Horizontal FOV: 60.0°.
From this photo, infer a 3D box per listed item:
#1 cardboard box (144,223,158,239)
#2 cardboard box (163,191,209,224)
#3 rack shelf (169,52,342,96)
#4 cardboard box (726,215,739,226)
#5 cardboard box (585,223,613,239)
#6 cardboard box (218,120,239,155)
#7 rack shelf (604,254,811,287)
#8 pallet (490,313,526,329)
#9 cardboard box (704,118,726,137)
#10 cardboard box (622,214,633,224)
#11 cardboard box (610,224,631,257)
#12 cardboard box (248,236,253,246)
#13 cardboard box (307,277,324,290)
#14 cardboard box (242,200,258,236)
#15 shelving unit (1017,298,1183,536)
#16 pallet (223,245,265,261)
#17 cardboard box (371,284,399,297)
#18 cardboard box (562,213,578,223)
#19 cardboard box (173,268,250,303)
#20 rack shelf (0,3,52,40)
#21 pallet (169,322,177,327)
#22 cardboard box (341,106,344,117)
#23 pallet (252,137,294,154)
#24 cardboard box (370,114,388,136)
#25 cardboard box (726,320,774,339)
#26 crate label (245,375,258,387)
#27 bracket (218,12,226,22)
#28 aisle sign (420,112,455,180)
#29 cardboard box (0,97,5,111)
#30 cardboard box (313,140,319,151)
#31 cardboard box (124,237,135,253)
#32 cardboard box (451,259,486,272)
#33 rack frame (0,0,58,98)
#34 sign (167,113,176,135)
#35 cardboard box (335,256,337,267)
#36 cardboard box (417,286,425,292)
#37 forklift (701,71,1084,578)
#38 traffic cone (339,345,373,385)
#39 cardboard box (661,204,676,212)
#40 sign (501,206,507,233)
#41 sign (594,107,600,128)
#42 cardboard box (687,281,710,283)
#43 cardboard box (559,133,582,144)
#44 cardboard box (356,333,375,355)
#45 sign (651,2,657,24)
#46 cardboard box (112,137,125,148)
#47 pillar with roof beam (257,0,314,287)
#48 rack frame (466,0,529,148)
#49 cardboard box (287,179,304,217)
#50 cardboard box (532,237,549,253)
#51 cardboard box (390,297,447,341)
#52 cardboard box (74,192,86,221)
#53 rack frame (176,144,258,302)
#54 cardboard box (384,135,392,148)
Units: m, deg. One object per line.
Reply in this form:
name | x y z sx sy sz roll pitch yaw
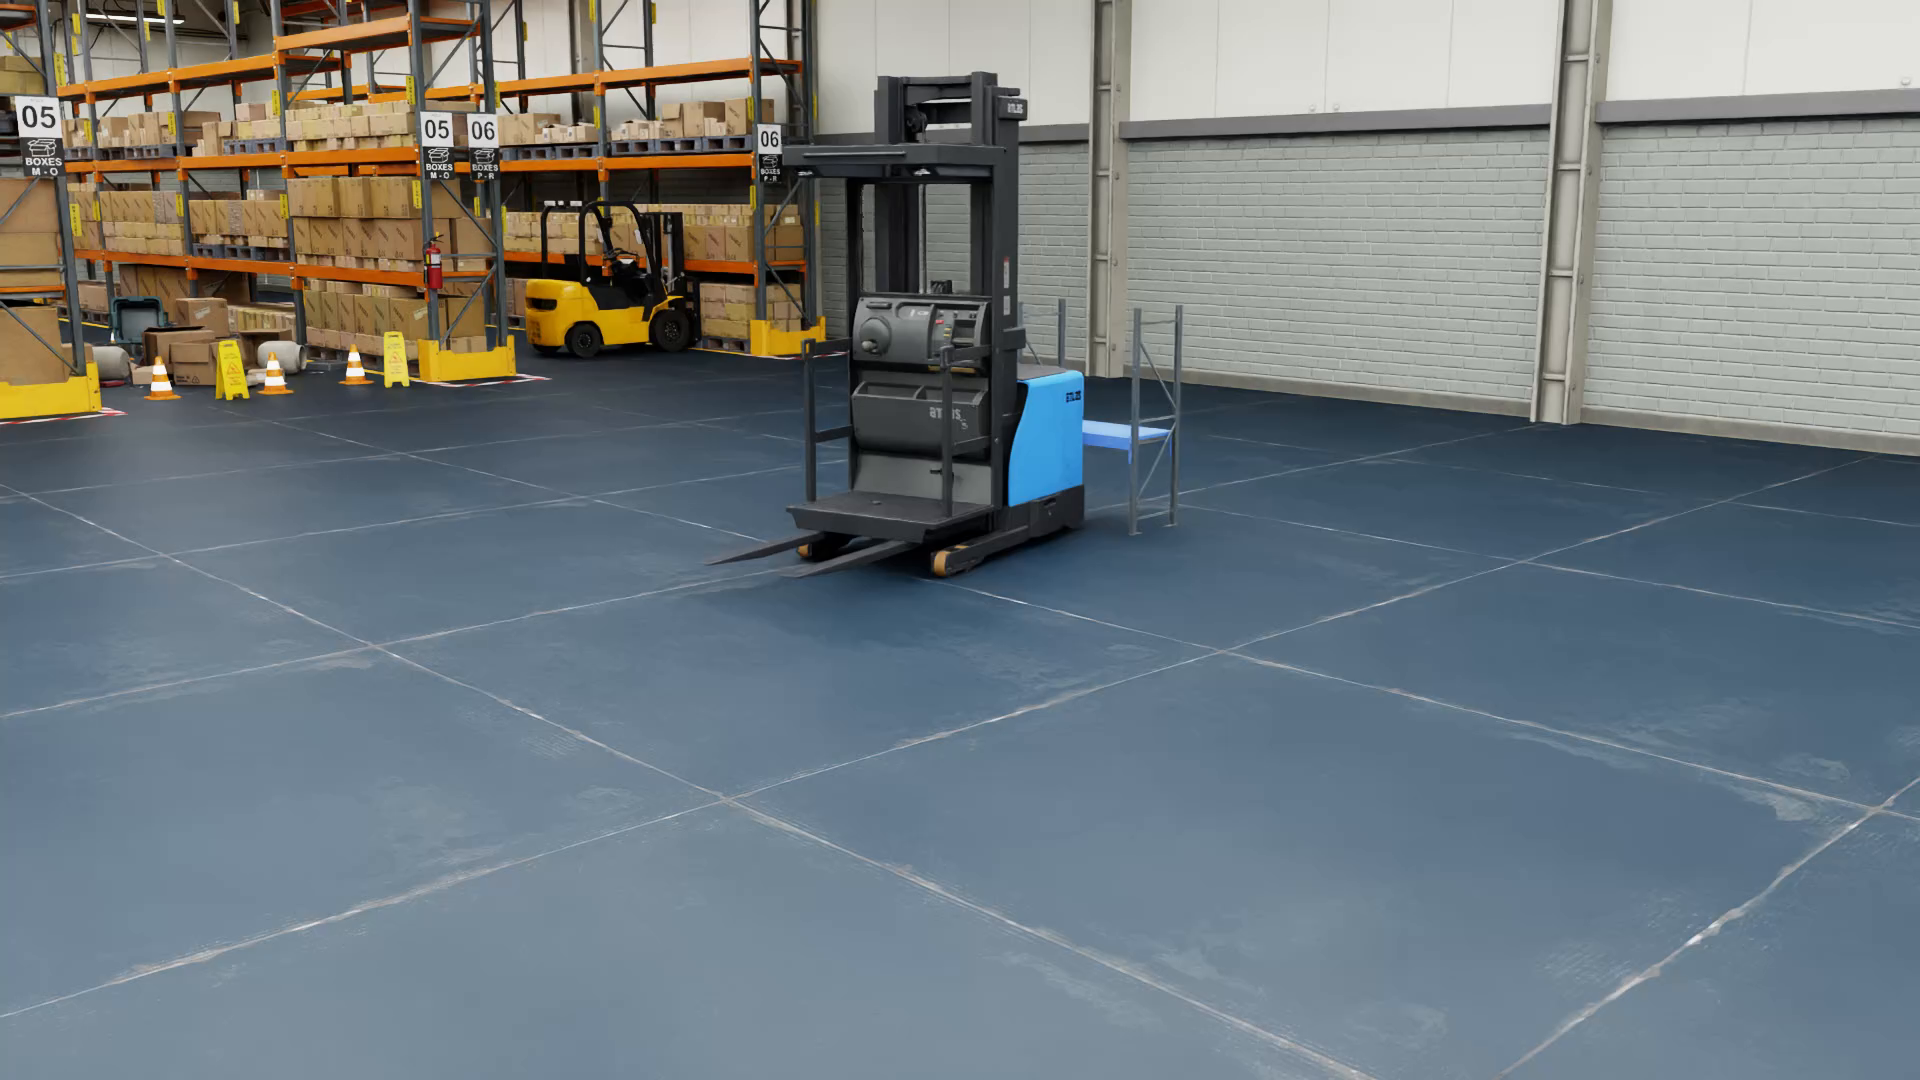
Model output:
cardboard box | -12.847 -5.007 26.911 0.500 0.250 0.500 11 16 44
cardboard box | -12.150 -5.231 26.144 0.500 0.500 0.500 11 16 44
rack shelf | -10.222 -6.752 24.156 1.077 0.370 4.000 -11 16 -43
cardboard box | -3.131 -4.590 23.900 0.380 0.149 0.250 -11 16 -42
cardboard box | -5.778 -4.970 26.732 0.500 0.250 0.500 -11 16 -44
cardboard box | -10.529 -5.955 24.691 0.797 0.503 0.637 -11 16 -43
rack shelf | -3.872 -4.118 25.248 1.077 0.370 4.000 -11 16 -43
pallet | -7.476 -3.855 29.097 1.003 0.211 1.213 -11 16 -43
cardboard box | -3.458 -5.952 23.978 0.396 0.266 0.258 -11 16 -42
cardboard box | -5.044 -5.008 25.930 0.380 0.149 0.250 -10 16 -41
cardboard box | -5.136 -4.710 26.091 0.500 0.500 0.500 11 16 44
cardboard box | -10.090 -4.340 24.125 0.380 0.149 0.250 -11 16 -43
cardboard box | -13.187 -5.394 34.805 0.637 0.503 0.797 11 16 43
cardboard box | -10.021 -4.654 24.042 0.500 0.500 0.500 -10 15 -41
shelving unit | 0.936 -0.871 11.424 1.048 1.500 0.538 11 16 42
pallet | -10.207 -4.277 24.710 1.003 0.211 1.213 -11 16 -43
cardboard box | -7.294 -3.192 21.279 0.380 0.149 0.250 -11 16 -42
cardboard box | -6.250 -5.246 27.085 0.250 0.149 0.380 11 16 43
cardboard box | -12.020 -3.931 26.783 0.875 0.875 0.875 -11 16 -43
rack shelf | -10.970 -5.464 17.903 1.077 0.370 4.000 -11 16 -43
pallet | -12.093 -3.413 26.956 1.003 0.211 1.213 -11 16 -43
cardboard box | -7.726 -5.500 21.385 0.380 0.149 0.250 -10 16 -41
pallet | -9.190 -5.552 23.458 1.213 0.211 1.003 -11 16 -43
cardboard box | -6.964 -5.140 20.628 0.500 0.250 0.500 -11 16 -43
cardboard box | -3.044 -3.062 24.113 0.500 0.250 0.500 -11 16 -42
crate label | -8.464 -1.869 19.643 0.298 0.136 0.250 3 12 16
bracket | -16.931 -12.091 38.376 0.235 0.232 0.430 -11 16 -43
aisle sign | -6.246 -4.710 19.896 0.394 0.787 0.004 -11 16 -43
cardboard box | -9.770 -4.514 17.289 0.380 0.149 0.250 -11 16 -42
cardboard box | -8.412 -5.270 22.244 0.380 0.149 0.250 -11 16 -43
cardboard box | -13.552 -4.911 27.685 0.500 0.250 0.500 -11 16 -43
cardboard box | -6.164 -3.441 20.805 0.380 0.149 0.250 -11 16 -42
rack frame | -9.589 -5.720 16.374 1.000 3.000 0.127 -11 16 -43
sign | -12.010 -6.339 25.333 0.100 0.325 0.005 -11 16 -43
cardboard box | -8.086 -3.717 22.140 0.380 0.149 0.250 -11 16 -43
cardboard box | -9.891 -4.659 31.247 0.500 0.500 0.500 11 16 43
forklift | -0.360 -1.315 10.030 1.130 2.935 3.031 7 14 31
traffic cone | -7.309 -2.127 20.087 0.336 0.463 0.334 -11 16 -43
cardboard box | -4.301 -5.010 25.201 0.380 0.149 0.250 -11 16 -43
sign | -5.686 -3.986 20.678 0.100 0.325 0.005 -11 16 -43
sign | -5.639 -6.562 25.832 0.100 0.325 0.005 -11 16 -43
cardboard box | -4.092 -3.772 25.081 0.500 0.250 0.500 -11 16 -44
cardboard box | -6.233 -6.481 26.836 0.380 0.149 0.250 -11 16 -43
cardboard box | -7.549 -2.578 21.764 0.500 0.250 0.500 11 16 43
sign | -4.835 -8.309 26.235 0.100 0.325 0.005 -11 16 -43
cardboard box | -13.745 -6.564 27.445 0.250 0.166 0.380 10 16 41
pillar with roof beam | -17.864 -9.371 34.095 9.100 9.000 0.548 -11 16 -43
rack frame | -8.016 -8.284 28.820 1.000 3.000 0.127 -11 16 -43
cardboard box | -8.694 -4.660 22.633 0.700 0.500 0.500 -11 16 -43
cardboard box | -6.825 -4.949 27.873 0.500 0.250 0.500 -10 15 -41
cardboard box | -6.821 -2.793 20.949 0.500 0.500 0.500 -11 16 -42
cardboard box | -15.236 -5.882 29.301 0.500 0.500 0.500 -11 16 -43
rack frame | -11.603 -4.654 26.066 1.000 3.000 0.127 -11 16 -43
cardboard box | -6.882 -4.921 20.550 0.380 0.149 0.250 -10 15 -41
